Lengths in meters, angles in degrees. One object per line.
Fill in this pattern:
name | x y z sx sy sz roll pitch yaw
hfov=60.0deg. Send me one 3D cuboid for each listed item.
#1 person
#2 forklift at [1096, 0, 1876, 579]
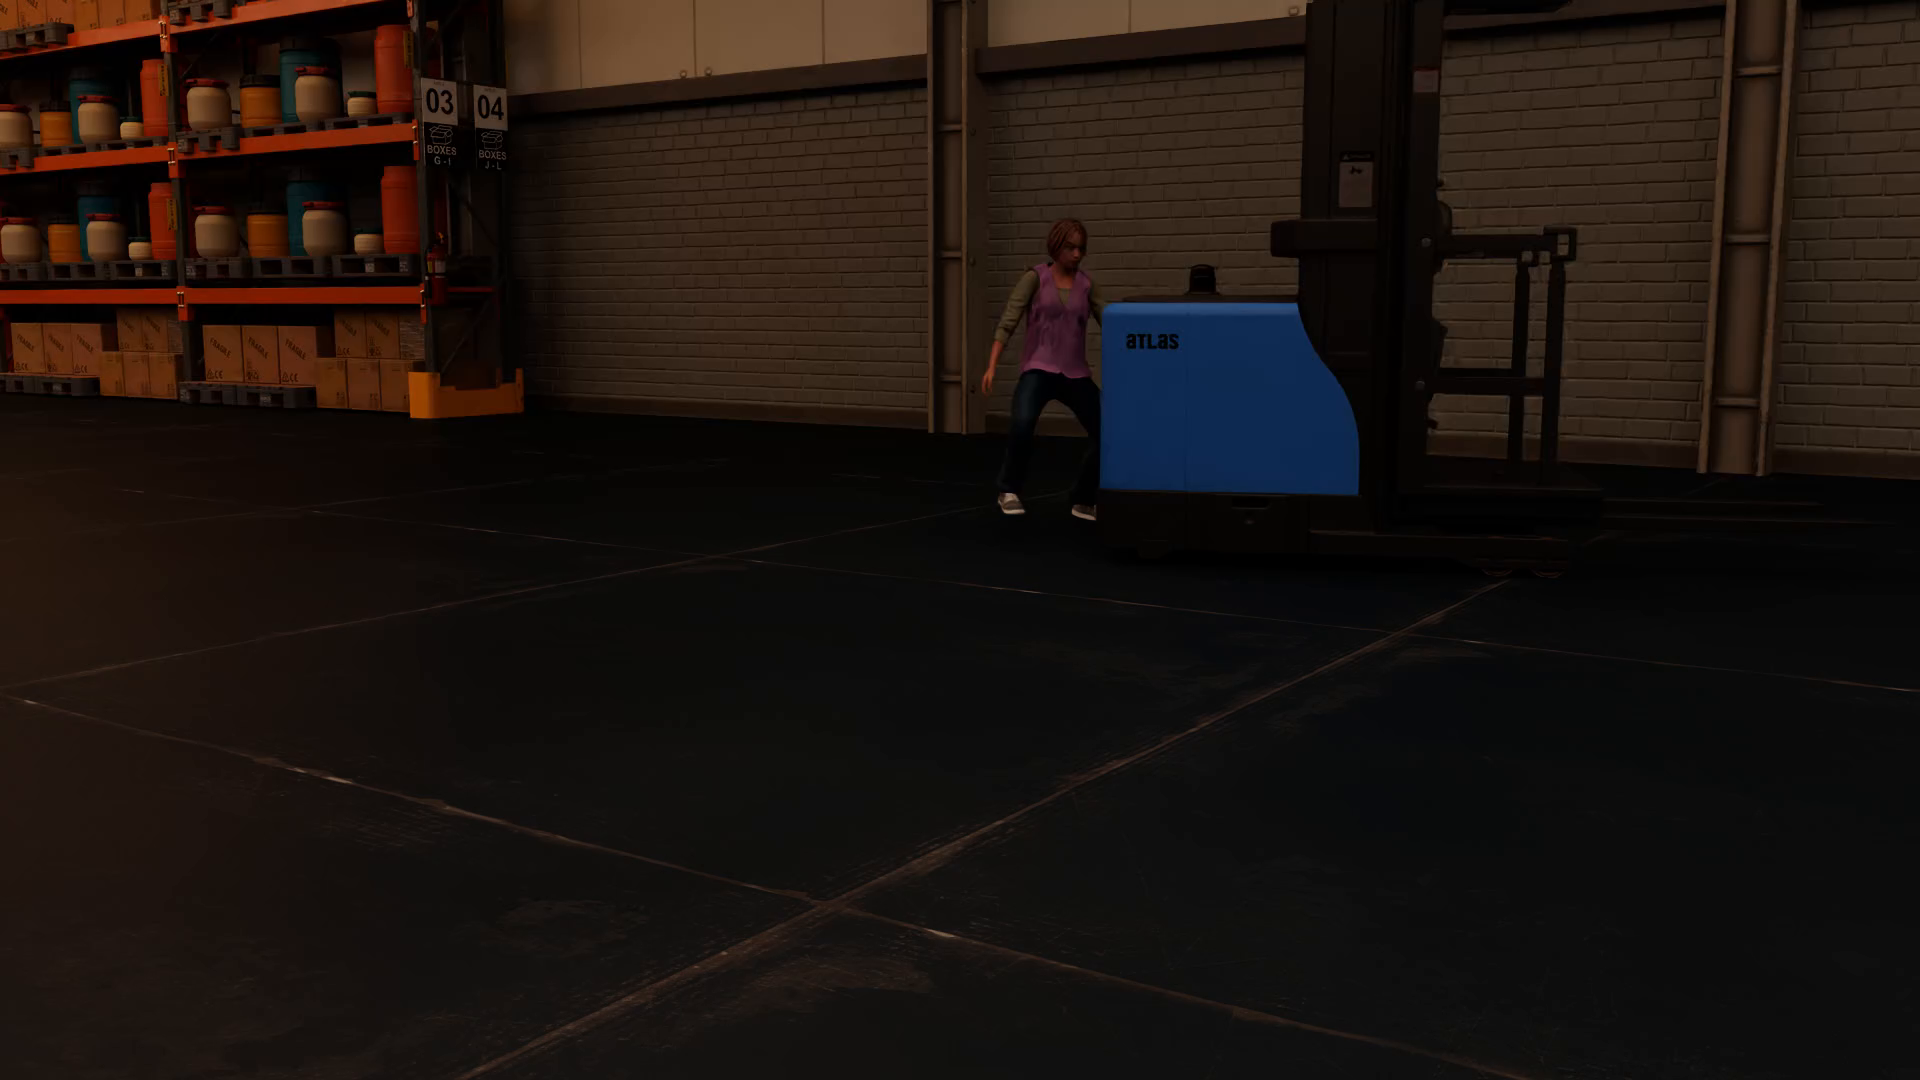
person | 0.497 -0.787 7.990 0.803 1.484 0.580 -2 8 -12
forklift | 2.138 -1.380 6.897 3.031 2.935 1.130 2 8 11
